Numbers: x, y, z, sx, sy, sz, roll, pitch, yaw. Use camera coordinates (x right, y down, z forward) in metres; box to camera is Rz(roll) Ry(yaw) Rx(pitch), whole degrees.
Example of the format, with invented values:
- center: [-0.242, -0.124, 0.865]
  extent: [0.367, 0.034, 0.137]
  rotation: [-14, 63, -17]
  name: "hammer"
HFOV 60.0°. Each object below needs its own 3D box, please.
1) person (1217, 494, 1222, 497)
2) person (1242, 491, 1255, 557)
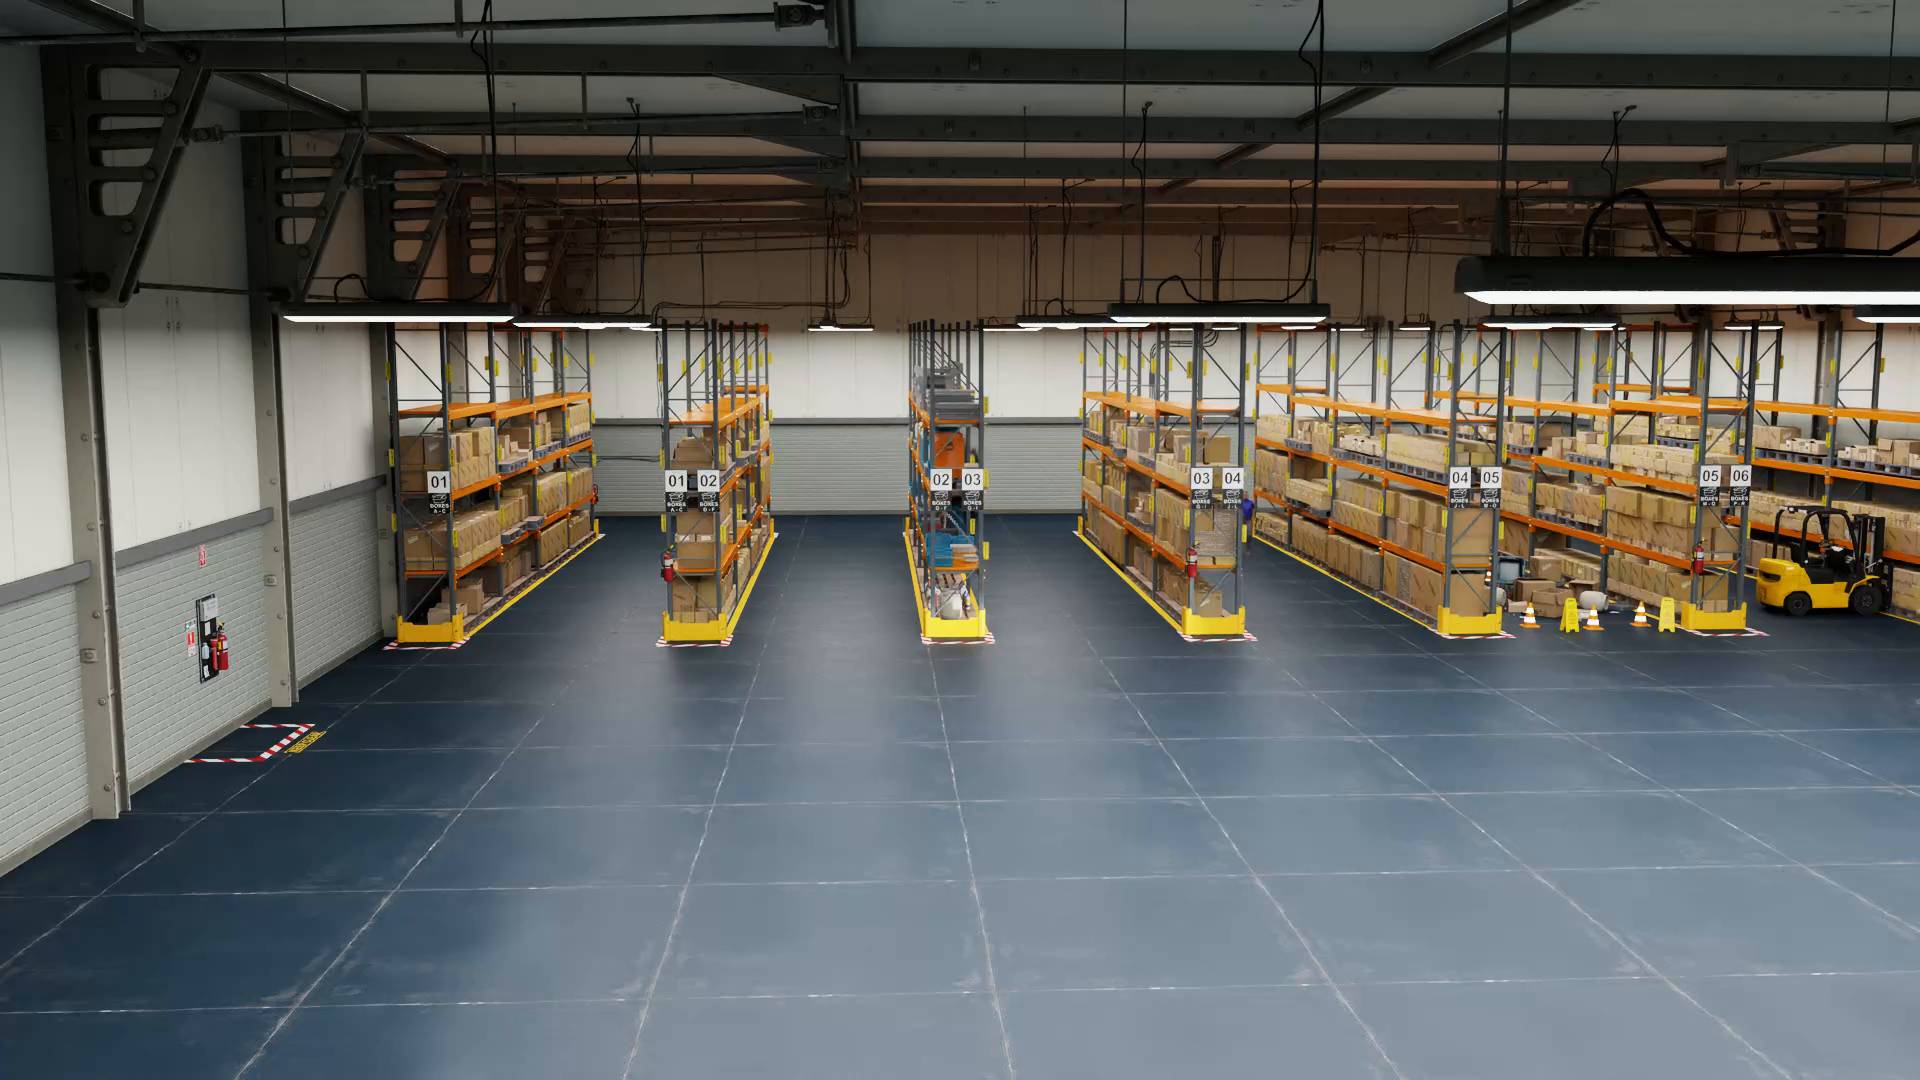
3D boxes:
- center: [7.584, -1.086, 48.522]
  extent: [0.525, 1.664, 0.799]
  rotation: [-6, 10, -42]
  name: "person"
- center: [7.415, -0.438, 43.269]
  extent: [0.589, 1.676, 0.923]
  rotation: [0, 7, -1]
  name: "person"
